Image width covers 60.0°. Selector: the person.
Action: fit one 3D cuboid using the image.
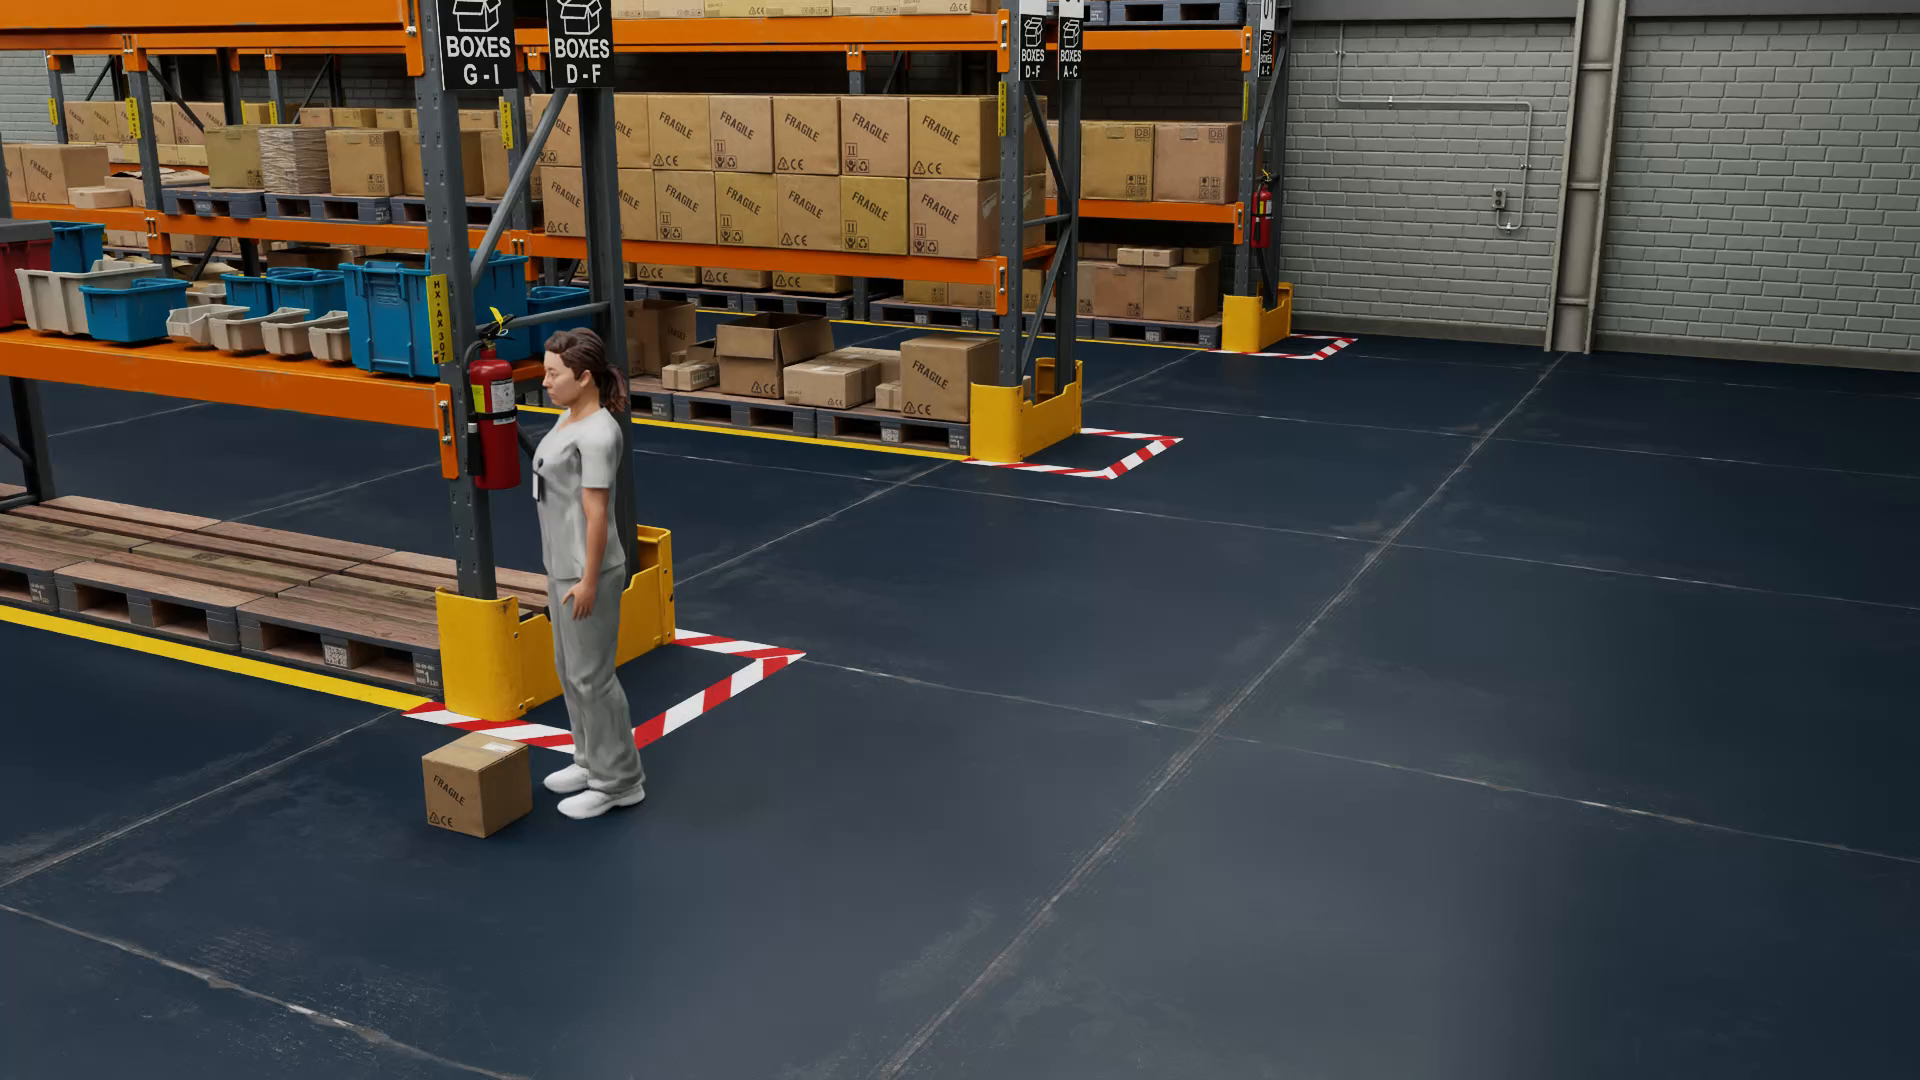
[{"bbox_3d":[-1.263,0.107,5.666,0.362,1.672,0.438,-7,17,-24],"label":"person"}]
